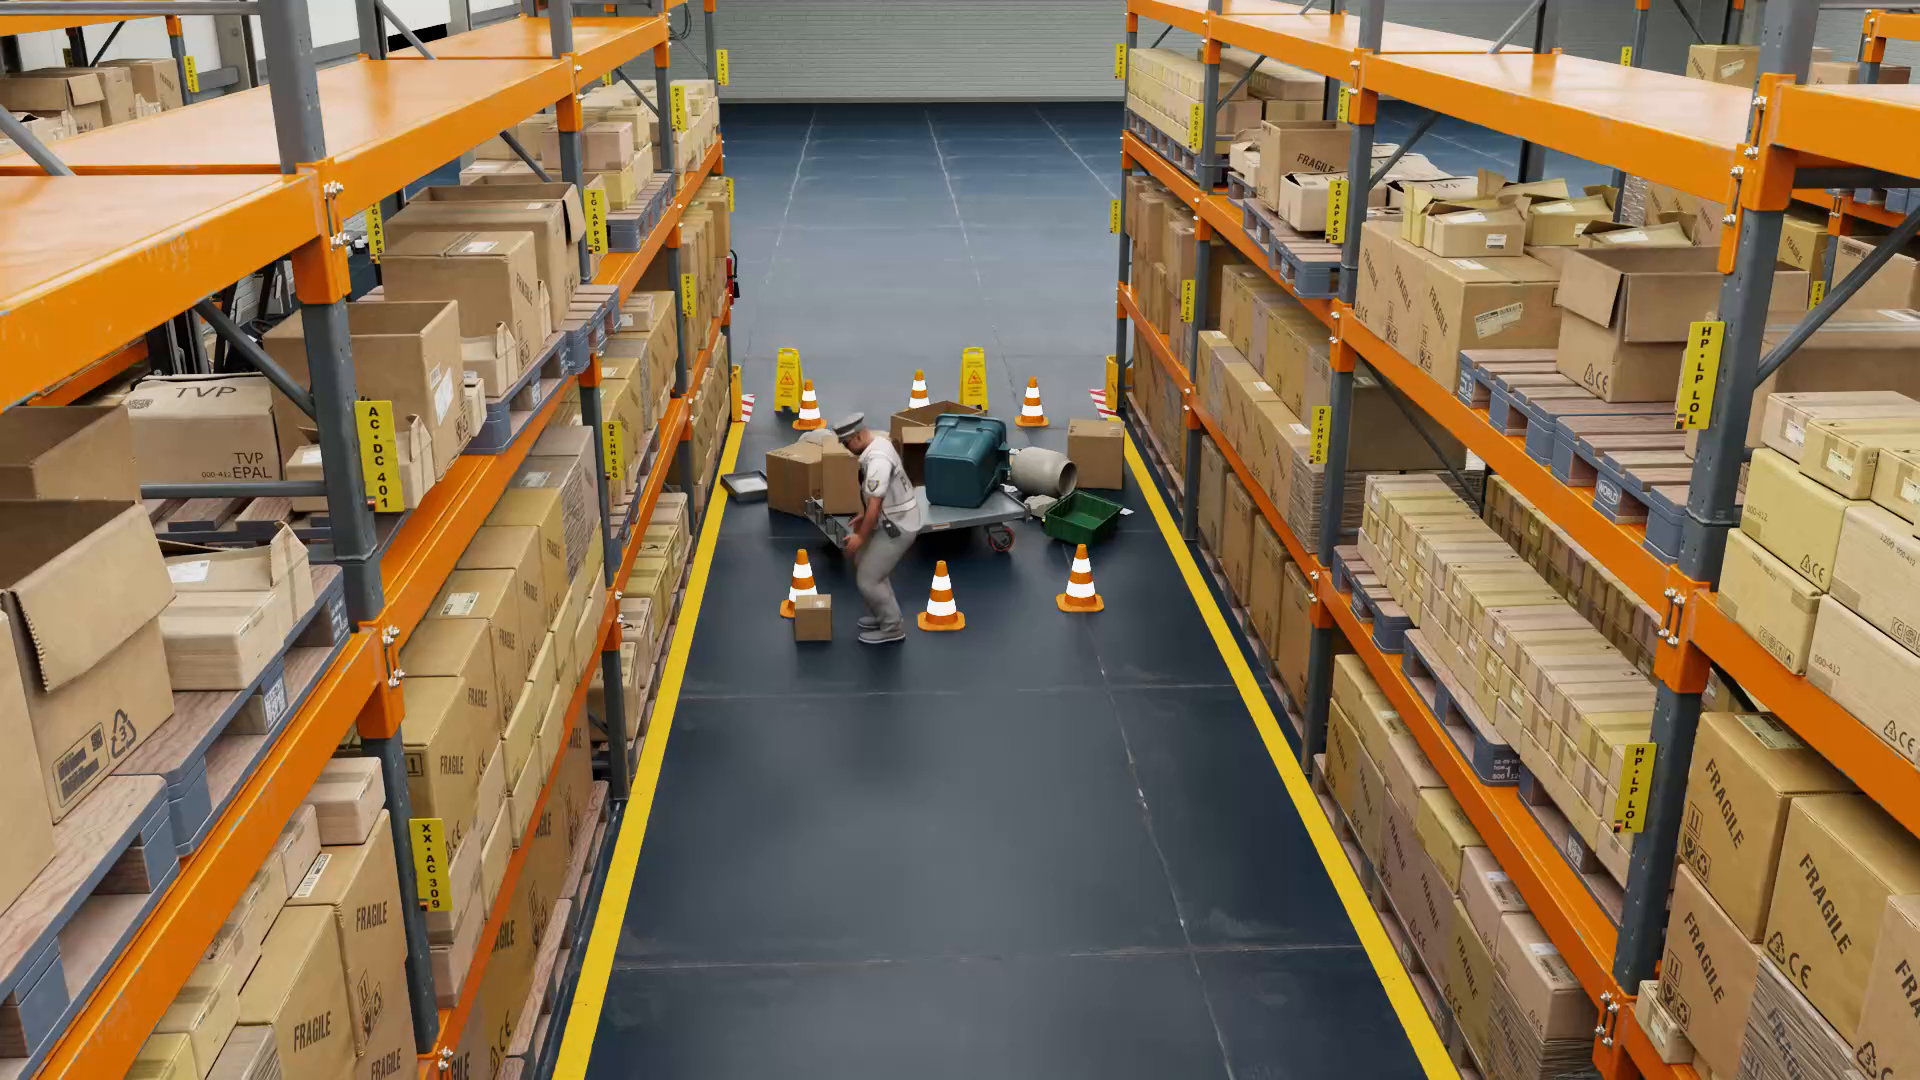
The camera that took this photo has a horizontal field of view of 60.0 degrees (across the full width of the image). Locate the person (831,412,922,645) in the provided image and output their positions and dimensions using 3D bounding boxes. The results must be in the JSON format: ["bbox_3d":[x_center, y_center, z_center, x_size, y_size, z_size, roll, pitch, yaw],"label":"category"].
[{"bbox_3d":[-0.568,-0.088,11.498,0.609,1.633,0.575,-1,20,-2],"label":"person"}]
